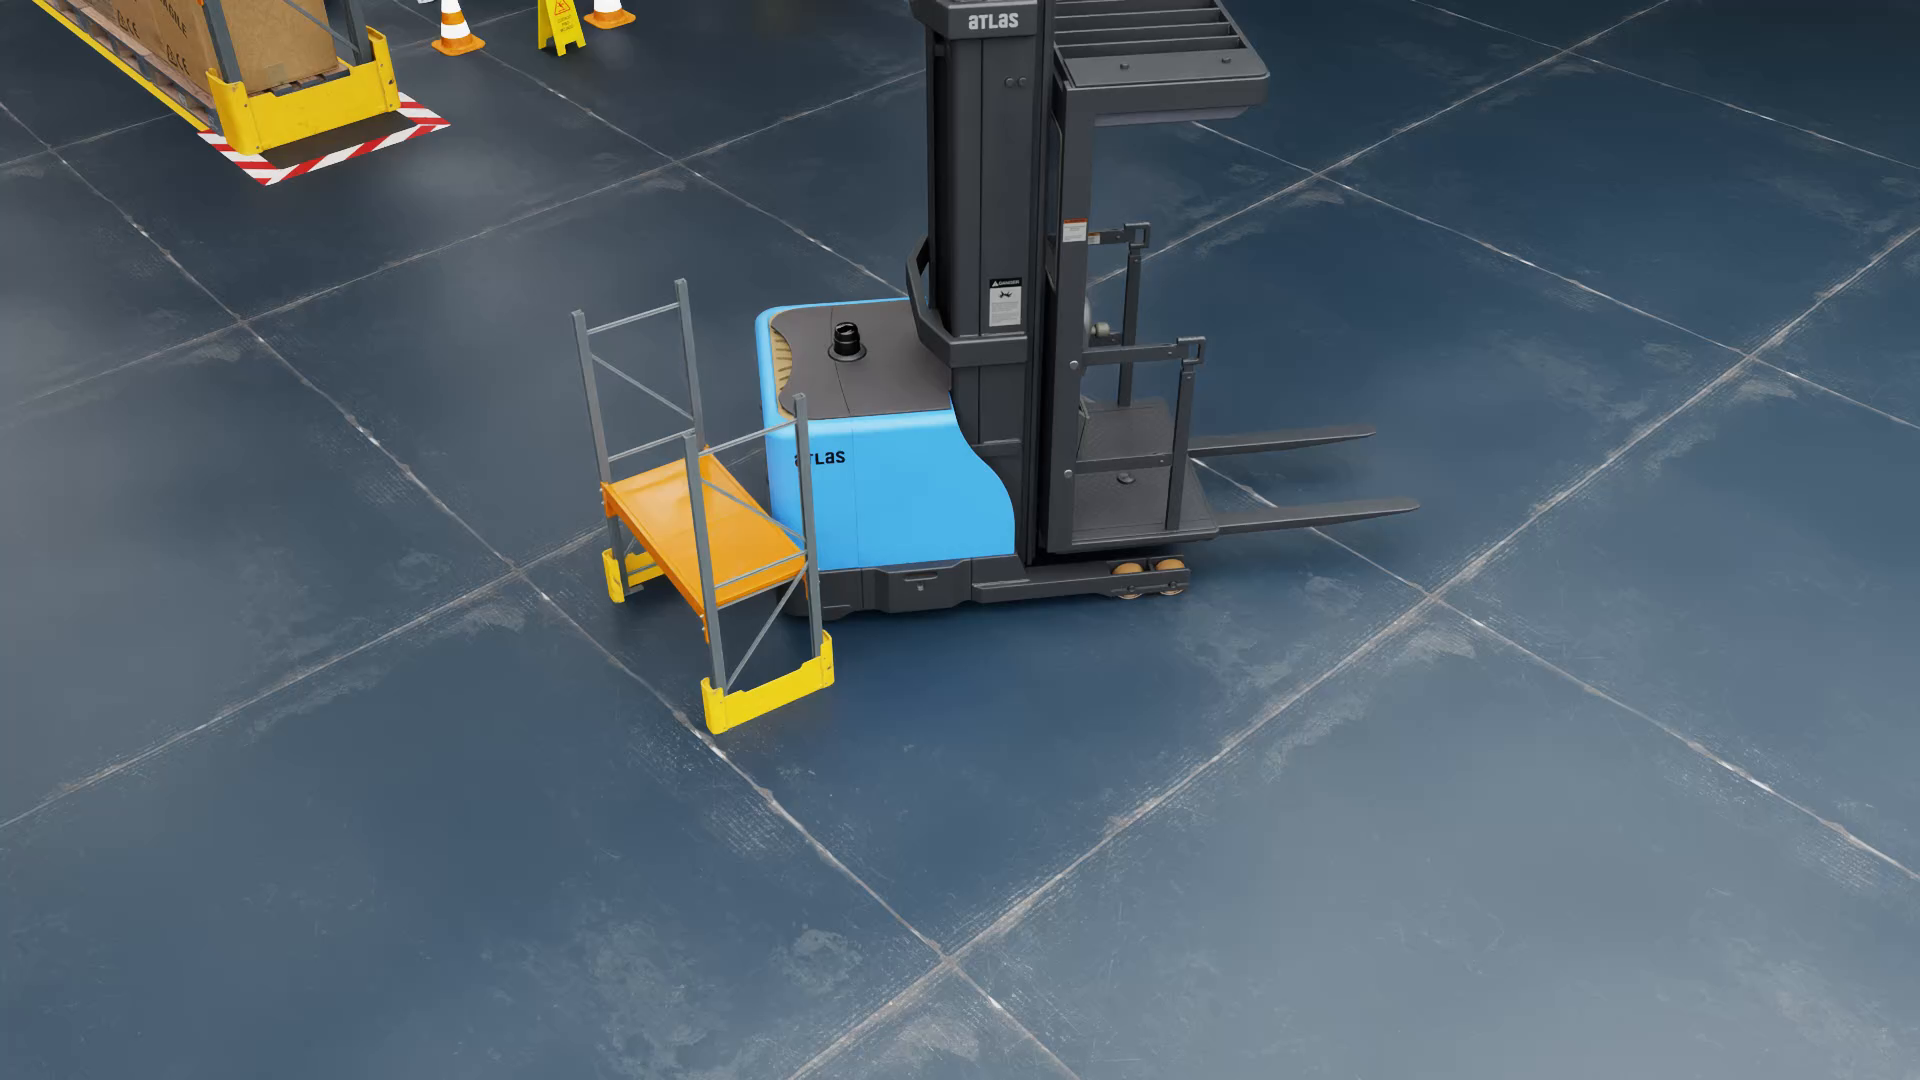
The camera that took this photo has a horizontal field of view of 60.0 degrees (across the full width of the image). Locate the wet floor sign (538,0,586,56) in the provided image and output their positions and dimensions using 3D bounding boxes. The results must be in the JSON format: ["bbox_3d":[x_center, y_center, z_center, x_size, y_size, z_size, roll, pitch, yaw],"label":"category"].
[{"bbox_3d":[-3.008,-3.979,12.371,0.232,0.644,0.267,26,45,28],"label":"wet floor sign"}]

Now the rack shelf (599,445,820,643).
[{"bbox_3d":[-1.073,-0.006,7.057,0.538,0.185,1.000,-22,44,-25],"label":"rack shelf"}]

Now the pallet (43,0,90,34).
[{"bbox_3d":[-6.735,-4.448,13.297,1.003,0.211,1.213,-30,48,-32],"label":"pallet"}]

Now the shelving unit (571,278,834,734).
[{"bbox_3d":[-1.078,-0.150,6.950,0.587,1.500,1.083,-22,44,-25],"label":"shelving unit"}]

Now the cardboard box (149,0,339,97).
[{"bbox_3d":[-4.993,-3.689,11.495,0.875,0.875,0.875,-30,47,-32],"label":"cardboard box"}]

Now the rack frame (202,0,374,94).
[{"bbox_3d":[-4.486,-4.067,10.606,1.000,3.000,0.127,-30,48,-32],"label":"rack frame"}]

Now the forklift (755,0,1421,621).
[{"bbox_3d":[0.617,-1.196,7.106,3.031,2.935,1.130,-5,39,-6],"label":"forklift"}]

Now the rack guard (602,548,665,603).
[{"bbox_3d":[-1.350,0.074,7.667,0.587,0.250,0.087,-22,44,-25],"label":"rack guard"}]

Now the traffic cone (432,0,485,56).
[{"bbox_3d":[-3.799,-3.929,12.454,0.336,0.463,0.334,-30,48,-32],"label":"traffic cone"}]

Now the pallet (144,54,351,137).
[{"bbox_3d":[-5.084,-3.319,11.899,1.003,0.211,1.213,-30,48,-32],"label":"pallet"}]

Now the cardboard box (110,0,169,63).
[{"bbox_3d":[-5.590,-4.095,11.998,0.875,0.875,0.875,-31,48,-32],"label":"cardboard box"}]

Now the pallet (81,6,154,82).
[{"bbox_3d":[-5.905,-3.883,12.598,1.003,0.211,1.213,-30,48,-32],"label":"pallet"}]

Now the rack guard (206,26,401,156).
[{"bbox_3d":[-4.470,-3.083,11.377,1.175,0.500,0.348,-30,48,-32],"label":"rack guard"}]

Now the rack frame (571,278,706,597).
[{"bbox_3d":[-1.351,-0.413,7.275,0.500,1.500,0.032,-22,44,-25],"label":"rack frame"}]

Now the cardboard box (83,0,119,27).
[{"bbox_3d":[-6.205,-4.518,12.522,0.875,0.875,0.875,-30,47,-31],"label":"cardboard box"}]

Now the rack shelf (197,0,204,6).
[{"bbox_3d":[-5.839,-4.712,11.978,1.077,0.370,4.000,-30,48,-32],"label":"rack shelf"}]

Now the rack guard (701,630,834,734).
[{"bbox_3d":[-0.805,0.598,7.018,0.587,0.250,0.087,-22,44,-25],"label":"rack guard"}]

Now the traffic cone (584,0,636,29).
[{"bbox_3d":[-2.737,-4.252,12.854,0.336,0.463,0.334,-30,48,-32],"label":"traffic cone"}]

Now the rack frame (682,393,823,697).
[{"bbox_3d":[-0.795,0.122,6.613,0.500,1.500,0.032,-22,44,-25],"label":"rack frame"}]

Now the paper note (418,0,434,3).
[{"bbox_3d":[-4.268,-4.339,13.307,0.144,0.017,0.142,-15,41,-17],"label":"paper note"}]
